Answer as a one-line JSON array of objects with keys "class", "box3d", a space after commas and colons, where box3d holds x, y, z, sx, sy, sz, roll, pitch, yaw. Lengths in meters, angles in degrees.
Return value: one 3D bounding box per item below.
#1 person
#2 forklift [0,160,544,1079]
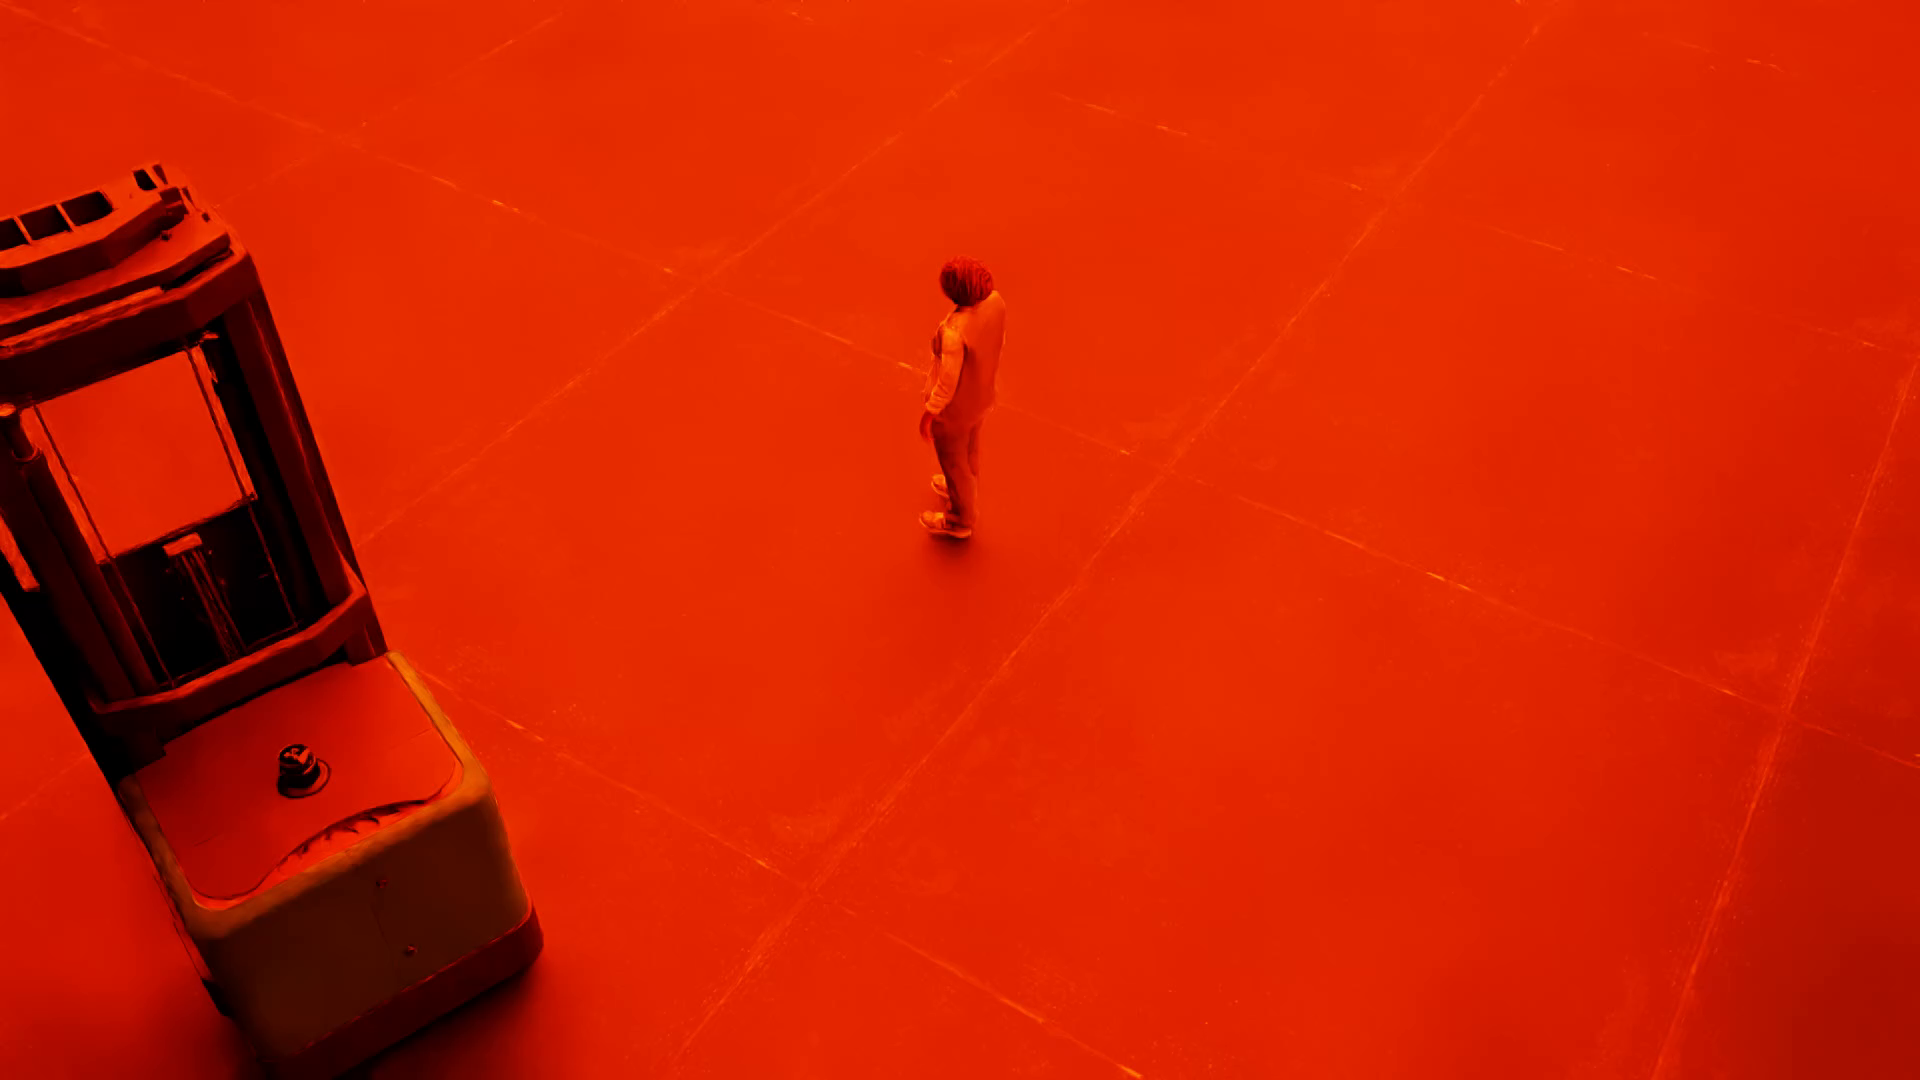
[{"class": "person", "box3d": [-0.054, -0.648, 7.435, 0.476, 1.596, 0.521, 24, 48, 23]}, {"class": "forklift", "box3d": [-2.862, -0.080, 5.933, 1.130, 2.935, 3.031, -28, 50, -26]}]
